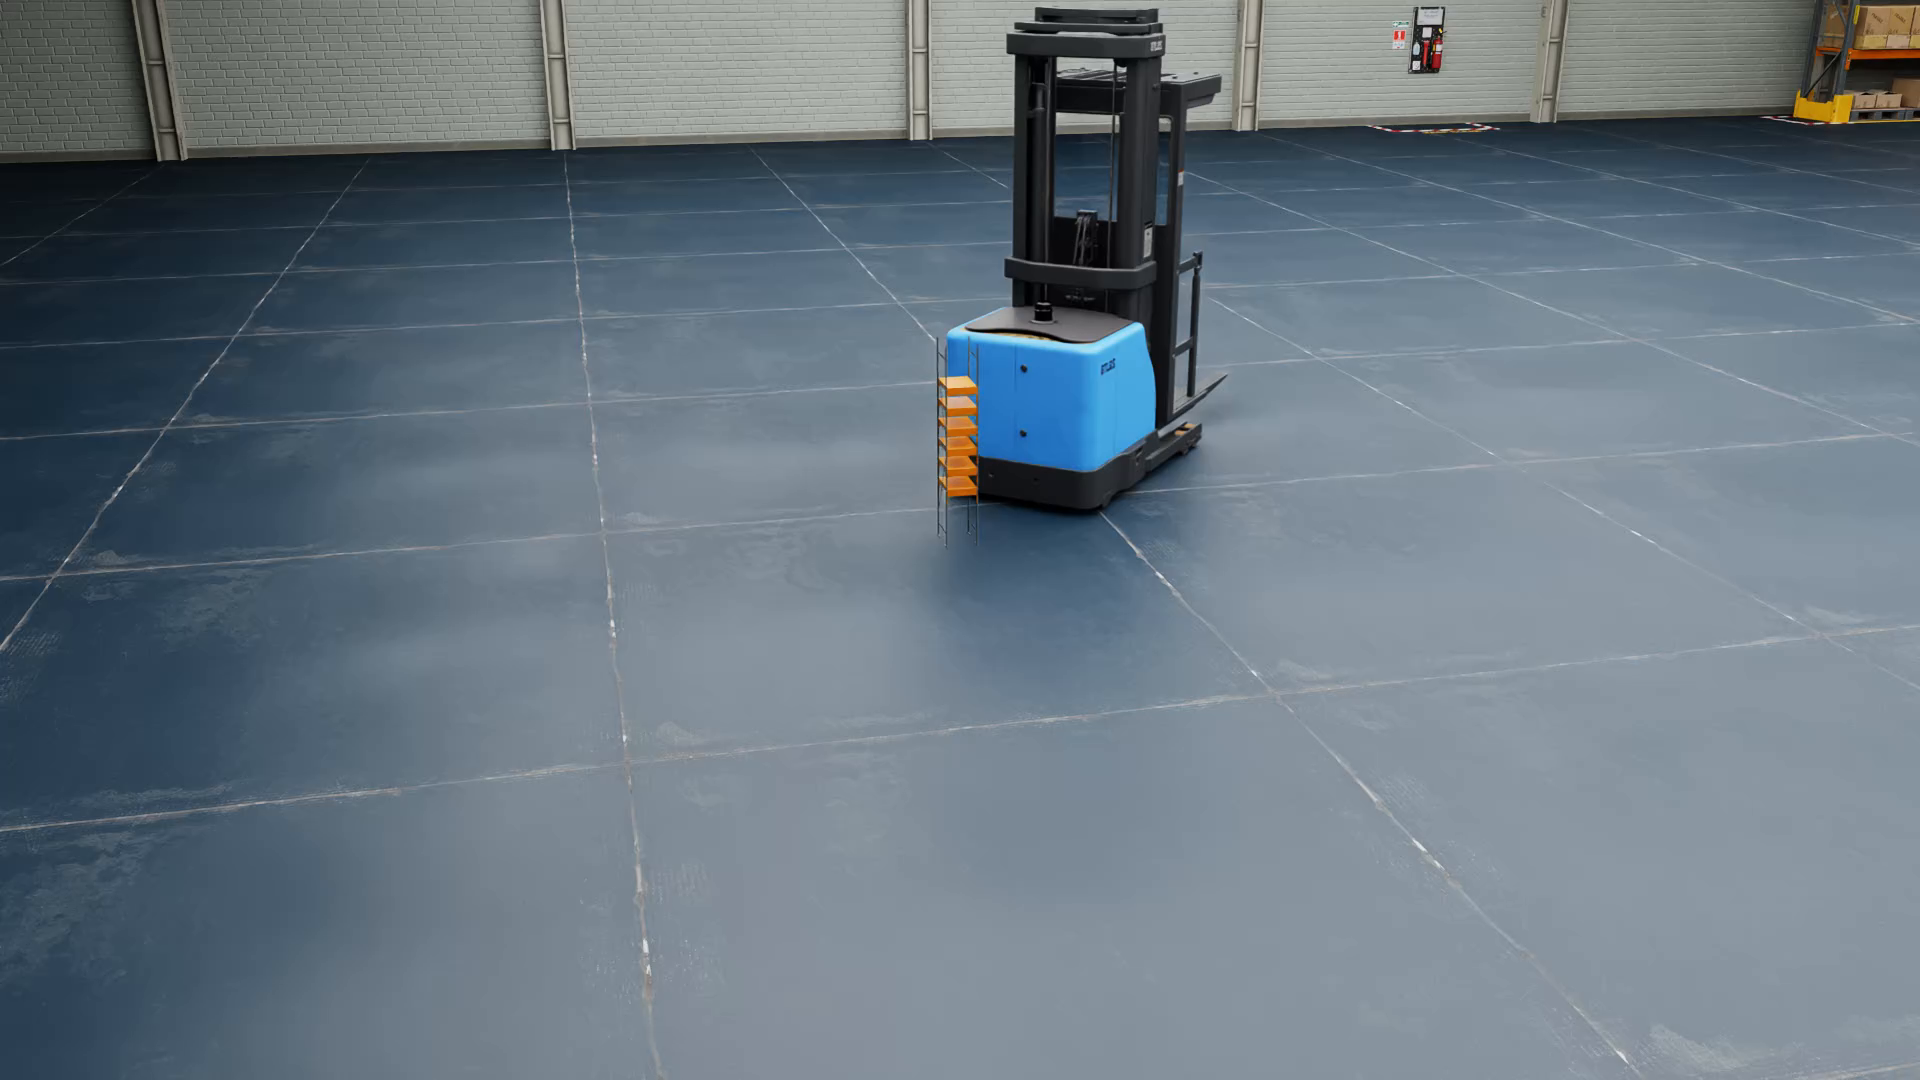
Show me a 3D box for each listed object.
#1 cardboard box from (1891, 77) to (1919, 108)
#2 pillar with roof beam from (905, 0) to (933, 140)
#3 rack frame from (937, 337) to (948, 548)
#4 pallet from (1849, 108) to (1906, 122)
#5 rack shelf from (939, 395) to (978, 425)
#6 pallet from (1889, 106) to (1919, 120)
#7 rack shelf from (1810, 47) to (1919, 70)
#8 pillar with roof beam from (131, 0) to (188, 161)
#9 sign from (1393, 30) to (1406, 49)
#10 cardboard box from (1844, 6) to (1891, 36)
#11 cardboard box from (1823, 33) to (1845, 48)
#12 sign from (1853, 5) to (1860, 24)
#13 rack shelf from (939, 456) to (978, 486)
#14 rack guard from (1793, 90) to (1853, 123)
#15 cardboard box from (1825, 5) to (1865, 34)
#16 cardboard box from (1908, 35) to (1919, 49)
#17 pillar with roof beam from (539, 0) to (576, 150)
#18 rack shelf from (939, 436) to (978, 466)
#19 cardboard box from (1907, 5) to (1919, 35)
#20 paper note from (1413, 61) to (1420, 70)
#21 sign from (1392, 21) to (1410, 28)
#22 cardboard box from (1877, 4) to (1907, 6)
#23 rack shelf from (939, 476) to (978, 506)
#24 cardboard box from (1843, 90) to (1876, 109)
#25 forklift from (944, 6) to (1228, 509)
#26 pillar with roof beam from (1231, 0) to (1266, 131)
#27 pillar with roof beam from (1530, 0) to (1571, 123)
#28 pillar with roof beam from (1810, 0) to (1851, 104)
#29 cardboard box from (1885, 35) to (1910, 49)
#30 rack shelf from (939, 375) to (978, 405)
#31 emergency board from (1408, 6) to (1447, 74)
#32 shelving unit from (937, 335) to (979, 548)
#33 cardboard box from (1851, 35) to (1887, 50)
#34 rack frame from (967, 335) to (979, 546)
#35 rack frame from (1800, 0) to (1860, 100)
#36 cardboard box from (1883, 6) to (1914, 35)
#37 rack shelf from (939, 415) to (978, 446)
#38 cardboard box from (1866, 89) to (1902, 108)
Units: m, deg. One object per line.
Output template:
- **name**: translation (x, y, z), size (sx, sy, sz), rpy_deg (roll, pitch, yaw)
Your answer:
- **cardboard box**: translation (18.307, -8.567, 31.835), size (0.500, 0.500, 0.700), rpy_deg (-6, 21, -16)
- **pillar with roof beam**: translation (0.289, -9.719, 23.264), size (0.400, 9.000, 9.100), rpy_deg (-5, 21, -12)
- **rack frame**: translation (-0.103, -0.555, 9.585), size (0.006, 1.200, 0.240), rpy_deg (-5, 21, -12)
- **pallet**: translation (17.206, -8.172, 31.817), size (1.213, 0.211, 1.003), rpy_deg (-5, 21, -12)
- **rack shelf**: translation (-0.014, -0.746, 9.538), size (0.180, 0.103, 0.258), rpy_deg (-5, 21, -12)
- **pallet**: translation (18.391, -8.267, 32.077), size (1.213, 0.211, 1.003), rpy_deg (-5, 21, -12)
- **rack shelf**: translation (18.279, -9.243, 31.733), size (4.000, 0.370, 1.077), rpy_deg (-5, 21, -12)
- **pillar with roof beam**: translation (-11.389, -8.769, 20.671), size (0.400, 9.000, 9.100), rpy_deg (-5, 21, -12)
- **sign**: translation (8.001, -9.118, 30.292), size (0.234, 0.329, 0.001), rpy_deg (-5, 21, -12)
- **cardboard box**: translation (16.867, -9.651, 30.899), size (0.500, 0.500, 0.500), rpy_deg (-5, 21, -12)
- **cardboard box**: translation (16.743, -9.464, 31.478), size (0.500, 0.250, 0.500), rpy_deg (-4, 21, -12)
- **sign**: translation (16.458, -9.648, 30.533), size (0.005, 0.325, 0.100), rpy_deg (-5, 21, -12)
- **rack shelf**: translation (-0.014, -0.408, 9.662), size (0.180, 0.103, 0.258), rpy_deg (-5, 21, -12)
- **rack guard**: translation (16.407, -8.255, 31.624), size (0.348, 0.500, 1.175), rpy_deg (-5, 21, -12)
- **cardboard box**: translation (16.743, -9.822, 31.367), size (0.500, 0.500, 0.500), rpy_deg (-5, 21, -13)
- **cardboard box**: translation (17.880, -9.378, 31.245), size (0.500, 0.250, 0.500), rpy_deg (-5, 21, -13)
- **pillar with roof beam**: translation (-5.550, -9.244, 21.968), size (0.400, 9.000, 9.100), rpy_deg (-5, 21, -12)
- **rack shelf**: translation (-0.014, -0.521, 9.620), size (0.180, 0.103, 0.258), rpy_deg (-5, 21, -12)
- **cardboard box**: translation (17.854, -9.726, 31.103), size (0.500, 0.500, 0.500), rpy_deg (-5, 21, -14)
- **paper note**: translation (8.374, -8.706, 30.500), size (0.142, 0.148, 0.016), rpy_deg (-5, 21, -12)
- **sign**: translation (8.007, -9.364, 30.194), size (0.331, 0.109, 0.001), rpy_deg (-5, 21, -12)
- **cardboard box**: translation (17.737, -9.901, 31.582), size (0.500, 0.500, 0.500), rpy_deg (-5, 21, -14)
- **rack shelf**: translation (-0.014, -0.295, 9.703), size (0.180, 0.103, 0.258), rpy_deg (-5, 21, -12)
- **cardboard box**: translation (17.027, -8.392, 31.631), size (0.500, 0.311, 0.500), rpy_deg (-7, 21, -19)
- **forklift**: translation (1.032, -2.027, 11.087), size (1.130, 2.935, 3.031), rpy_deg (10, 22, 26)
- **pillar with roof beam**: translation (6.128, -10.194, 24.560), size (0.400, 9.000, 9.100), rpy_deg (-5, 21, -12)
- **pillar with roof beam**: translation (11.967, -10.669, 25.857), size (0.400, 9.000, 9.100), rpy_deg (-5, 21, -12)
- **pillar with roof beam**: translation (17.806, -11.144, 27.153), size (0.400, 9.000, 9.100), rpy_deg (-5, 21, -12)
- **cardboard box**: translation (17.383, -9.340, 31.140), size (0.500, 0.250, 0.500), rpy_deg (-5, 21, -14)
- **rack shelf**: translation (-0.014, -0.859, 9.497), size (0.180, 0.103, 0.258), rpy_deg (-5, 21, -12)
- **emergency board**: translation (8.562, -9.110, 30.323), size (0.643, 1.169, 0.194), rpy_deg (-5, 21, -12)
- **shelving unit**: translation (-0.014, -0.562, 9.605), size (0.189, 1.200, 0.258), rpy_deg (-5, 21, -12)
- **cardboard box**: translation (16.881, -9.294, 31.015), size (0.500, 0.250, 0.500), rpy_deg (-5, 21, -14)
- **rack frame**: translation (0.075, -0.569, 9.625), size (0.006, 1.200, 0.240), rpy_deg (-5, 21, -12)
- **rack frame**: translation (16.333, -9.423, 31.177), size (0.127, 3.000, 1.000), rpy_deg (-5, 21, -12)
- **cardboard box**: translation (17.350, -9.687, 30.997), size (0.500, 0.500, 0.500), rpy_deg (-5, 21, -12)
- **rack shelf**: translation (-0.014, -0.633, 9.579), size (0.180, 0.103, 0.258), rpy_deg (-5, 21, -12)
- **cardboard box**: translation (17.582, -8.437, 31.755), size (0.500, 0.311, 0.500), rpy_deg (-3, 20, -8)
